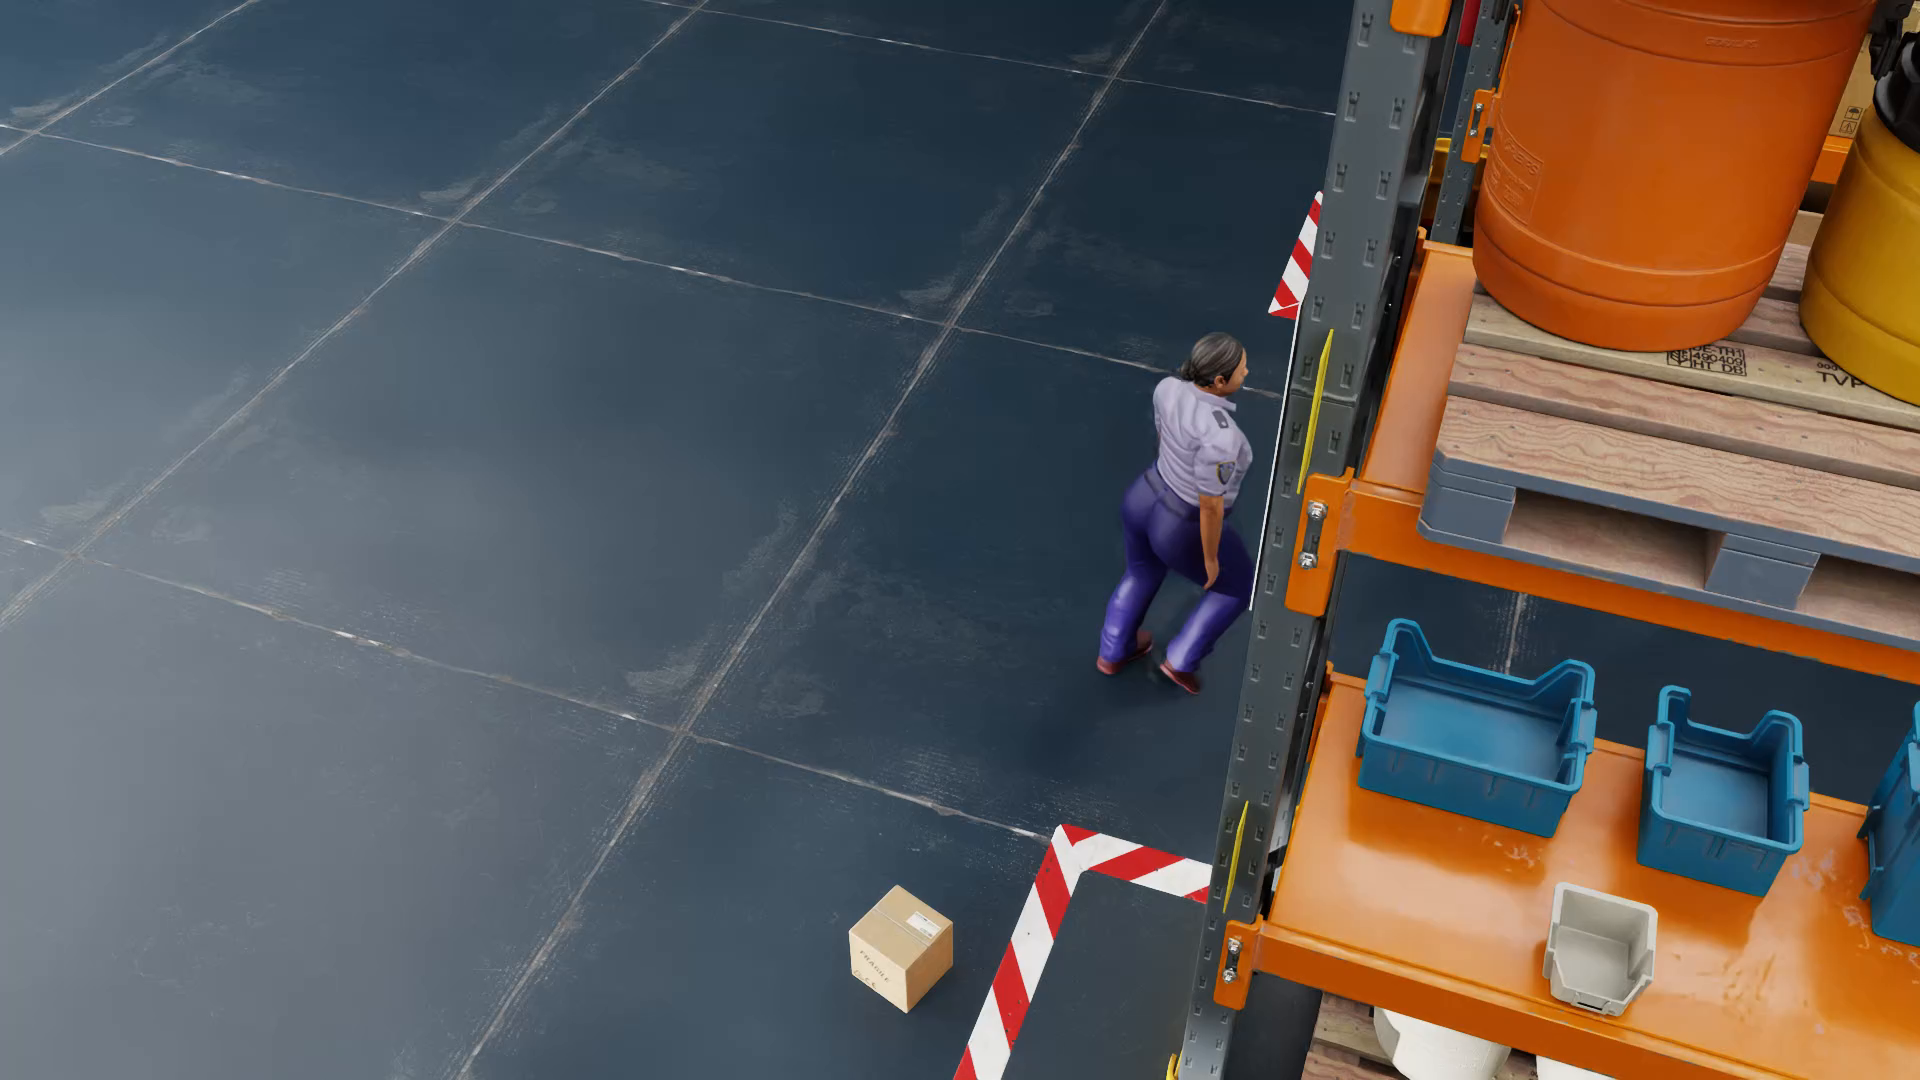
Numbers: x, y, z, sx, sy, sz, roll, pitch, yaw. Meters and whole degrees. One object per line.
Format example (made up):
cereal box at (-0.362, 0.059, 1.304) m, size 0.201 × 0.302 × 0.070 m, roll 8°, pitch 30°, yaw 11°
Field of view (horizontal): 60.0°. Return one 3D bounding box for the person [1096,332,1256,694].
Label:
person at (0.849, -0.050, 6.265) m, size 0.503 × 1.667 × 0.530 m, roll -21°, pitch 46°, yaw -22°
